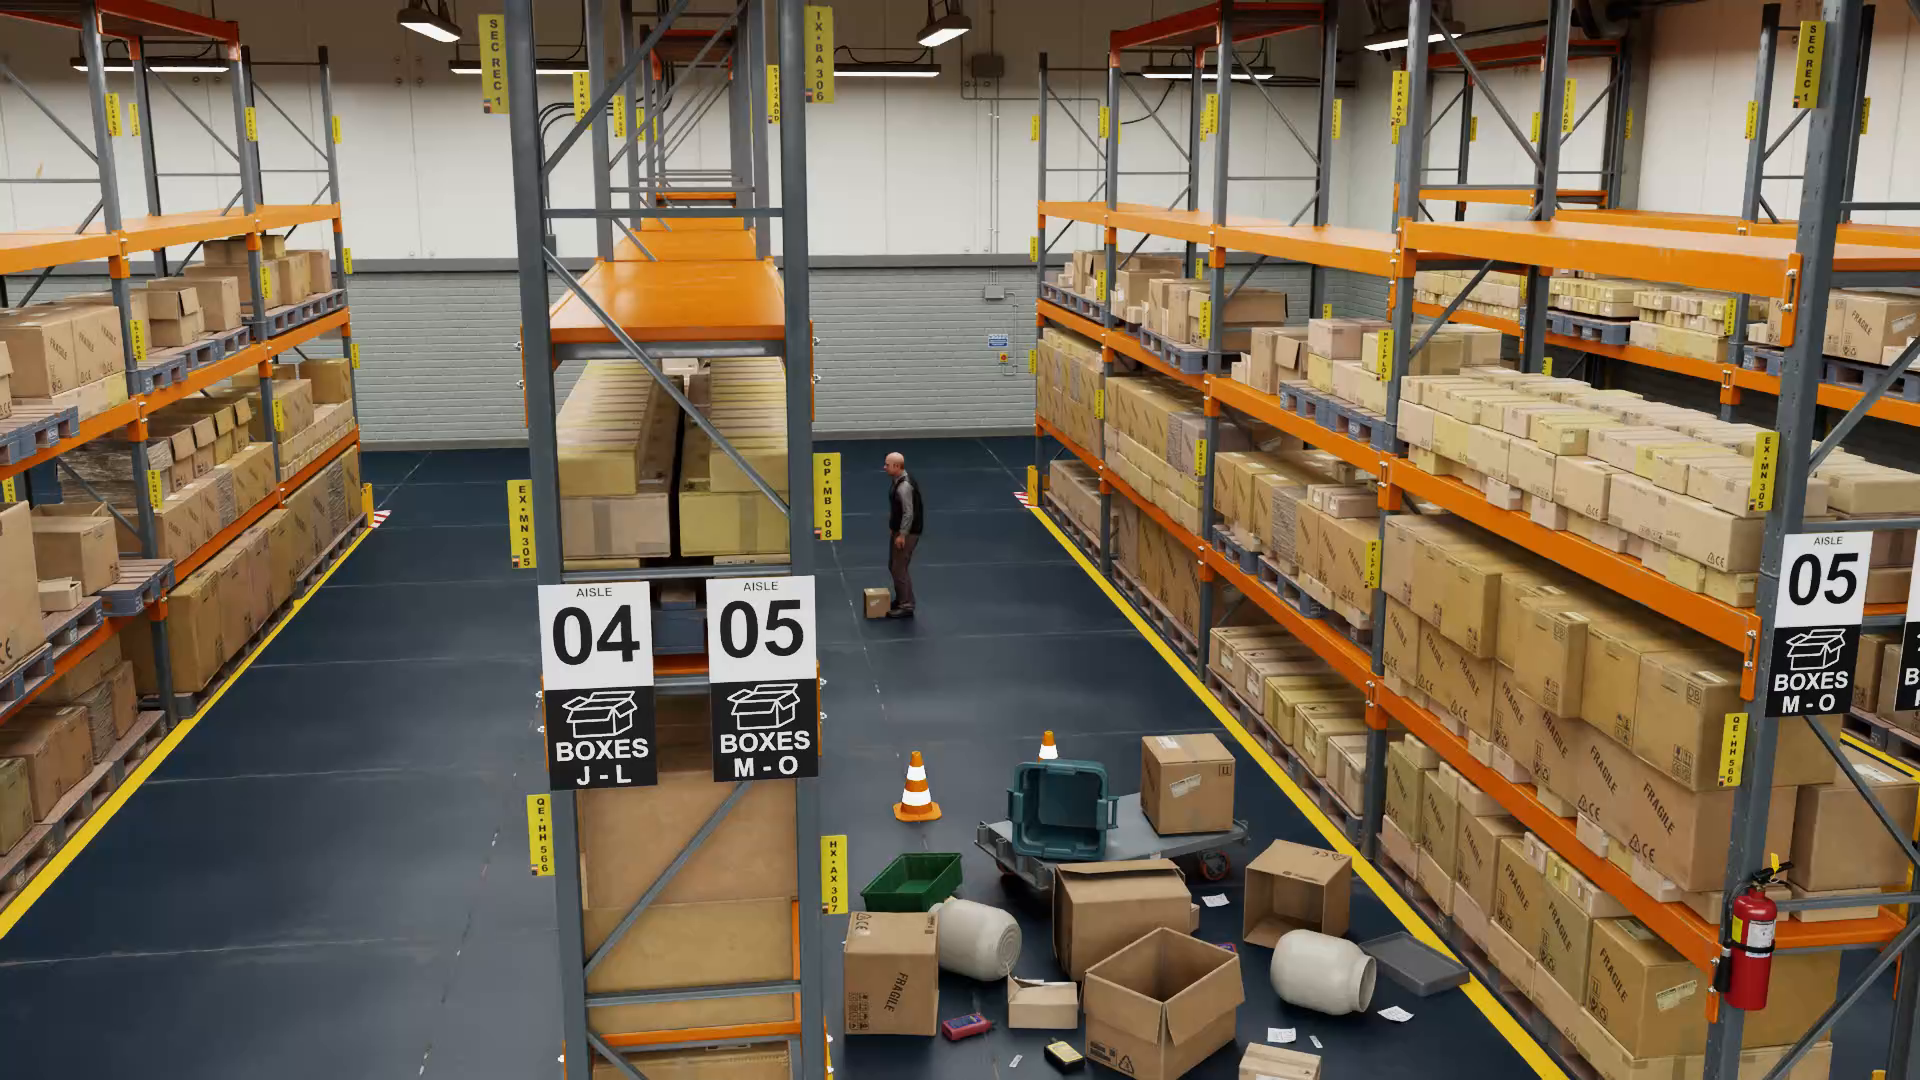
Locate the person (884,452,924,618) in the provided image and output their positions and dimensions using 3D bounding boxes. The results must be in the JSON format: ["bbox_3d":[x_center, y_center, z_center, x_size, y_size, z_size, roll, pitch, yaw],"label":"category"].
[{"bbox_3d":[-0.594,-0.070,17.339,0.421,1.720,0.578,-2,13,-9],"label":"person"}]
